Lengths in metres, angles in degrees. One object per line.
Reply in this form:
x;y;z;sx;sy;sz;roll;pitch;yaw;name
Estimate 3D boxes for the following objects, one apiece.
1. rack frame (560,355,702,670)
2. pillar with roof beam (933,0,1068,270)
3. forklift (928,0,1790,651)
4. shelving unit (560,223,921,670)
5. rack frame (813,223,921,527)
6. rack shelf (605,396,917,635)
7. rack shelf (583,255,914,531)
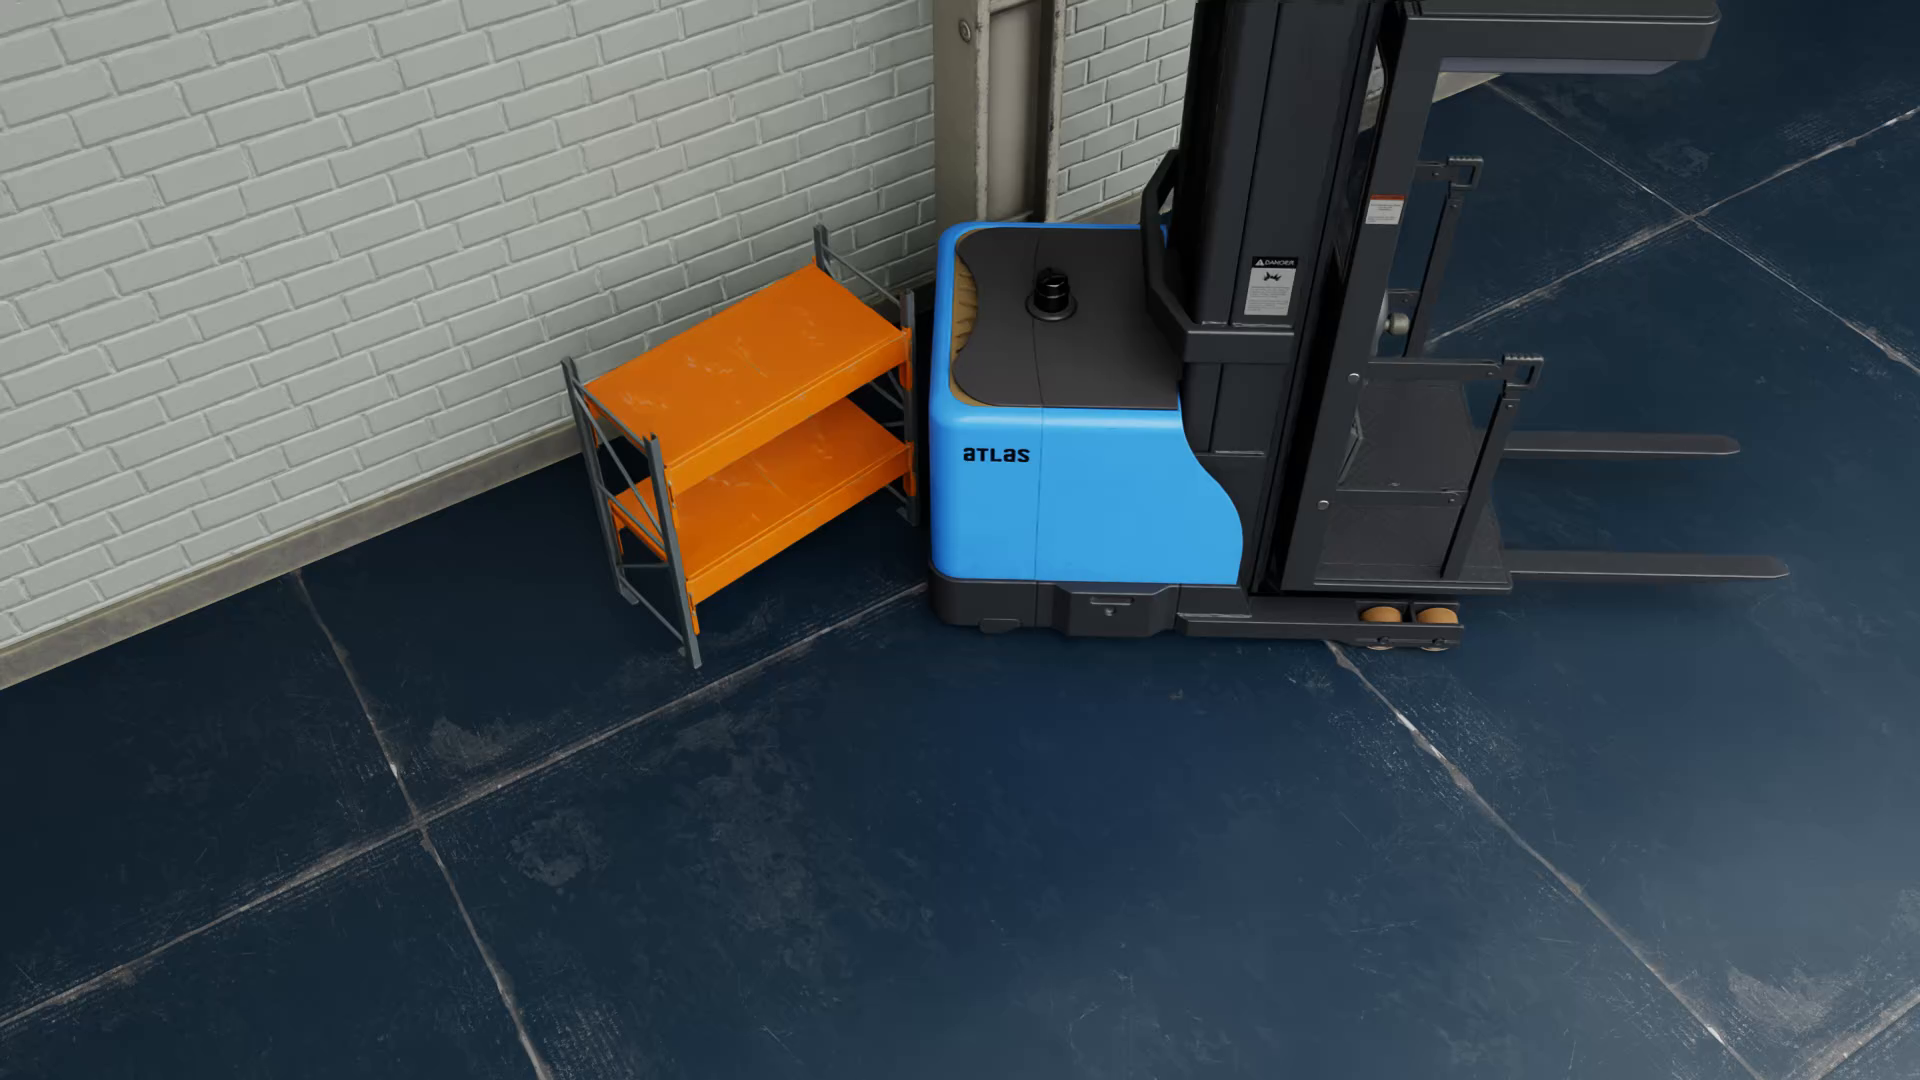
-1.086;-0.065;5.554;0.032;1.125;0.500;-34;56;-26;rack frame
2.443;-1.290;1.373;0.400;9.000;9.100;-25;53;-21;pillar with roof beam
1.414;-0.987;5.166;3.031;2.935;1.130;1;48;1;forklift
-0.706;-0.317;5.779;1.048;1.125;0.538;-34;56;-26;shelving unit
-0.327;-0.570;6.004;0.032;1.125;0.500;-34;56;-26;rack frame
-0.706;-0.155;5.962;1.000;0.278;0.538;-34;56;-26;rack shelf
-0.706;-0.512;5.561;1.000;0.278;0.538;-34;56;-26;rack shelf
